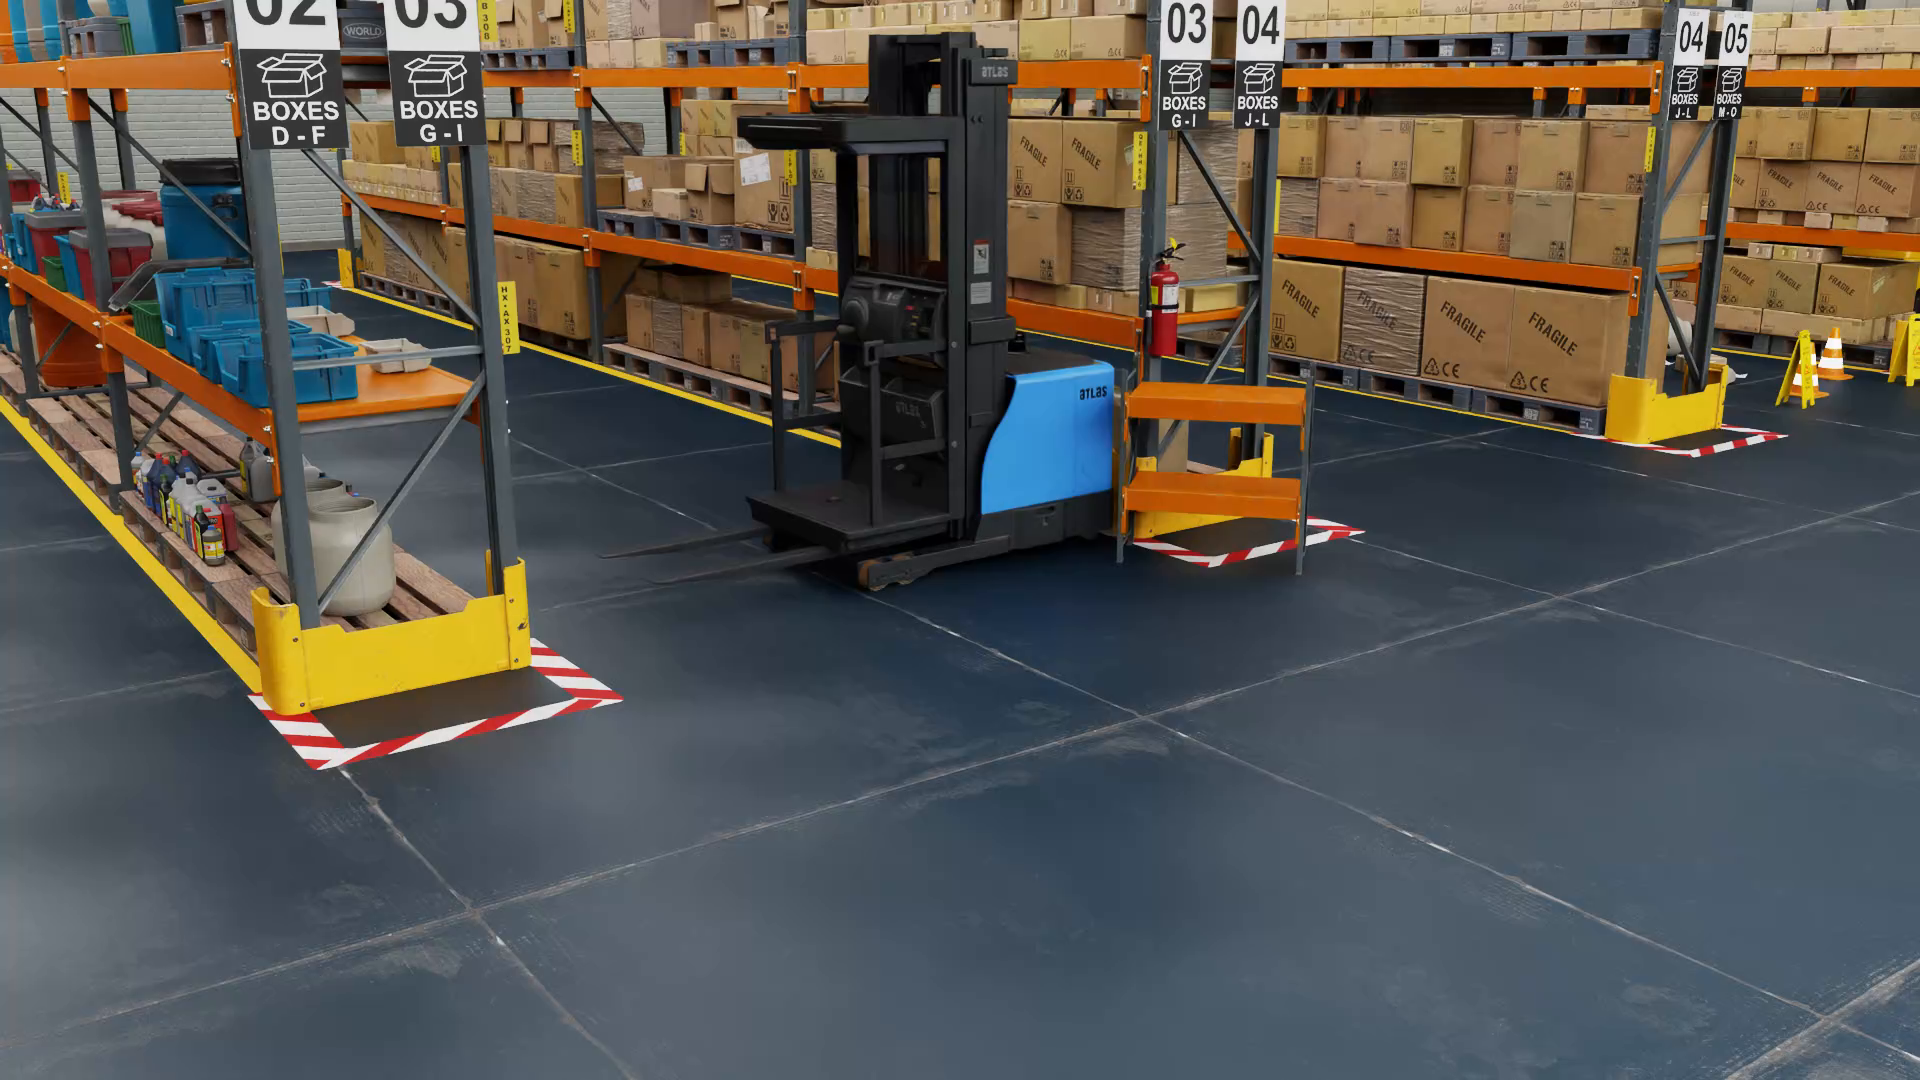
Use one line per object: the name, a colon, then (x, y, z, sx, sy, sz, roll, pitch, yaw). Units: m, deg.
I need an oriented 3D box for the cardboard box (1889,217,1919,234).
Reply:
cardboard box: (9.123, -3.023, 15.915, 0.380, 0.149, 0.250, -10, 18, -33)

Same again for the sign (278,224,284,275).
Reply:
sign: (-4.407, -1.861, 10.670, 0.100, 0.325, 0.005, -11, 19, -35)

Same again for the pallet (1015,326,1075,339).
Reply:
pallet: (1.270, -2.491, 18.777, 1.003, 0.211, 1.213, -11, 19, -35)

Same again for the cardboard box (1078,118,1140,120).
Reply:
cardboard box: (1.108, -2.501, 10.884, 0.500, 0.500, 0.500, -11, 19, -35)

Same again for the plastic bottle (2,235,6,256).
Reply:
plastic bottle: (-7.794, -2.463, 13.613, 0.061, 0.283, 0.133, -11, 19, -35)

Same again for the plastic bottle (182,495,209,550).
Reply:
plastic bottle: (-4.149, -0.101, 9.088, 0.152, 0.276, 0.135, -11, 19, -36)

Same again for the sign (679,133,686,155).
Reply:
sign: (-2.771, -3.874, 16.505, 0.100, 0.325, 0.005, -11, 19, -35)

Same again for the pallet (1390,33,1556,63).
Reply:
pallet: (4.405, -4.129, 13.966, 1.003, 0.211, 1.213, -11, 19, -35)

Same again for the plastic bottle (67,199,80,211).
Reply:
plastic bottle: (-8.110, -2.948, 15.260, 0.144, 0.351, 0.185, -11, 19, -35)

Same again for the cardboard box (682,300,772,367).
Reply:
cardboard box: (-2.119, -1.898, 15.229, 0.700, 0.500, 0.500, -9, 18, -30)

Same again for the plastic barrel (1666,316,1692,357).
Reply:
plastic barrel: (7.076, -2.061, 16.804, 0.512, 0.421, 0.421, 1, 15, 4)

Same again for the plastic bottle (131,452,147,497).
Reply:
plastic bottle: (-5.026, -0.405, 10.208, 0.097, 0.271, 0.097, 0, 15, 0)

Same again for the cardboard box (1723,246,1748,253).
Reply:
cardboard box: (8.330, -2.888, 17.938, 0.500, 0.500, 0.500, -10, 18, -32)

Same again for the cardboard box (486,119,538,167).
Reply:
cardboard box: (-4.780, -4.370, 18.272, 0.797, 0.503, 0.637, -11, 19, -34)

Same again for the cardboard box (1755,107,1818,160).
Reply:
cardboard box: (8.364, -4.049, 16.540, 0.700, 0.500, 0.500, -11, 19, -35)

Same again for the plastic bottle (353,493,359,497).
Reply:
plastic bottle: (-3.321, -0.122, 9.175, 0.097, 0.271, 0.097, 0, 15, 0)

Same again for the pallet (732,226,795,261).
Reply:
pallet: (-1.184, -2.507, 13.916, 1.003, 0.211, 1.213, -11, 19, -35)

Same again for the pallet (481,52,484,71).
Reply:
pallet: (-4.977, -5.288, 18.395, 0.805, 0.209, 1.217, -12, 19, -37)

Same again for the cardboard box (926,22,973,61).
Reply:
cardboard box: (0.120, -3.321, 11.129, 0.500, 0.250, 0.500, -11, 19, -35)

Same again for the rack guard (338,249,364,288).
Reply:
rack guard: (-7.922, -3.775, 22.923, 1.175, 0.500, 0.348, -11, 19, -35)

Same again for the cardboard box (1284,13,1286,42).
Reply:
cardboard box: (3.066, -4.962, 16.111, 0.258, 0.266, 0.396, -11, 19, -35)

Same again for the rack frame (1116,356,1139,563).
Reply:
rack frame: (0.978, -0.475, 9.679, 0.032, 1.125, 0.500, 4, 16, 14)

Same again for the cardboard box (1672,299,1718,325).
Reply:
cardboard box: (7.929, -2.435, 17.703, 0.500, 0.250, 0.500, -11, 19, -35)

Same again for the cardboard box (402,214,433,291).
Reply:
cardboard box: (-6.409, -3.645, 20.941, 0.875, 0.875, 0.875, -11, 19, -35)

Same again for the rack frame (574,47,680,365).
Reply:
rack frame: (-3.204, -3.267, 16.332, 1.000, 3.000, 0.127, -11, 19, -35)

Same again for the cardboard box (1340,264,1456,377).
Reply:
cardboard box: (4.065, -2.002, 14.939, 0.875, 0.875, 0.875, -11, 19, -34)

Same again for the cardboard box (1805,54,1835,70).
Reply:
cardboard box: (8.498, -4.676, 16.273, 0.380, 0.149, 0.250, -11, 19, -35)

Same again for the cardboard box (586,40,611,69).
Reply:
cardboard box: (-3.134, -4.502, 15.445, 0.500, 0.250, 0.500, -10, 18, -34)

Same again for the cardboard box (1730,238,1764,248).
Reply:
cardboard box: (10.861, -3.890, 22.308, 0.875, 0.625, 0.625, -10, 18, -32)

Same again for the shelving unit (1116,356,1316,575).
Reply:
shelving unit: (1.471, -0.442, 9.560, 1.048, 1.125, 0.538, 4, 16, 14)

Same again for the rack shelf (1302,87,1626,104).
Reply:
rack shelf: (5.988, -5.478, 20.091, 1.077, 0.370, 4.000, -11, 19, -35)

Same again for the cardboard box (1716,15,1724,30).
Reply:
cardboard box: (7.895, -5.274, 16.948, 0.380, 0.149, 0.250, -11, 19, -35)

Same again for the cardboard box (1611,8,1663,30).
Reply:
cardboard box: (5.101, -3.902, 12.461, 0.380, 0.149, 0.250, -11, 19, -35)

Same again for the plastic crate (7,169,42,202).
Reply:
plastic crate: (-9.885, -3.642, 17.467, 0.402, 0.464, 0.583, -11, 19, -35)

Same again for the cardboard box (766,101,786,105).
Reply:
cardboard box: (-2.288, -5.712, 22.616, 0.500, 0.500, 0.500, -12, 19, -36)

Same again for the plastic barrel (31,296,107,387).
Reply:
plastic barrel: (-7.512, -1.756, 14.126, 0.600, 0.830, 0.708, -11, 19, -35)

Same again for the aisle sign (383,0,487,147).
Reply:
aisle sign: (-2.228, -2.074, 7.049, 0.394, 0.787, 0.004, -11, 19, -35)

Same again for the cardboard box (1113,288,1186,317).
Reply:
cardboard box: (1.165, -1.467, 10.229, 0.380, 0.149, 0.250, -11, 19, -35)

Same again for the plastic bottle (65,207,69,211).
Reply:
plastic bottle: (-8.223, -2.934, 15.359, 0.097, 0.271, 0.097, 0, 15, 0)

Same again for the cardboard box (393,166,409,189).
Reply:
cardboard box: (-6.635, -4.465, 20.430, 0.500, 0.250, 0.500, -10, 18, -33)

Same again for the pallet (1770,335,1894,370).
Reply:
pallet: (9.022, -1.948, 16.792, 1.003, 0.211, 1.213, -11, 19, -35)

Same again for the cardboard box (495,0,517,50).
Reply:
cardboard box: (-4.423, -5.400, 17.449, 0.797, 0.503, 0.637, -11, 19, -35)

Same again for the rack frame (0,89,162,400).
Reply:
rack frame: (-7.211, -2.499, 13.523, 1.000, 3.000, 0.127, -11, 19, -35)

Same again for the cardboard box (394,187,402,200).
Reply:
cardboard box: (-6.756, -4.289, 20.541, 0.380, 0.149, 0.250, -11, 19, -35)

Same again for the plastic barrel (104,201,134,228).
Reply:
plastic barrel: (-6.185, -2.276, 12.499, 0.421, 0.512, 0.421, 0, 15, 0)

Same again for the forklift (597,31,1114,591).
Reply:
forklift: (-0.547, -1.292, 9.244, 3.031, 2.935, 1.130, -11, 19, -36)

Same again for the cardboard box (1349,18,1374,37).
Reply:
cardboard box: (3.604, -4.446, 14.445, 0.380, 0.149, 0.250, -11, 19, -35)

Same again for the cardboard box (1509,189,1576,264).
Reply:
cardboard box: (4.975, -2.566, 13.486, 0.875, 0.550, 0.550, -11, 19, -35)

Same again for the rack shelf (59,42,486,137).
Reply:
rack shelf: (-3.683, -2.317, 8.541, 1.077, 0.370, 4.000, -11, 19, -35)

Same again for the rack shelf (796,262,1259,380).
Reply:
rack shelf: (0.323, -1.639, 11.746, 1.077, 0.370, 4.000, -11, 19, -35)

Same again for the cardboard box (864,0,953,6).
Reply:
cardboard box: (-0.382, -4.236, 12.491, 0.500, 0.500, 0.500, -12, 19, -36)

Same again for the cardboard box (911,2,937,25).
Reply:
cardboard box: (-0.114, -3.590, 11.358, 0.380, 0.149, 0.250, -11, 19, -36)
